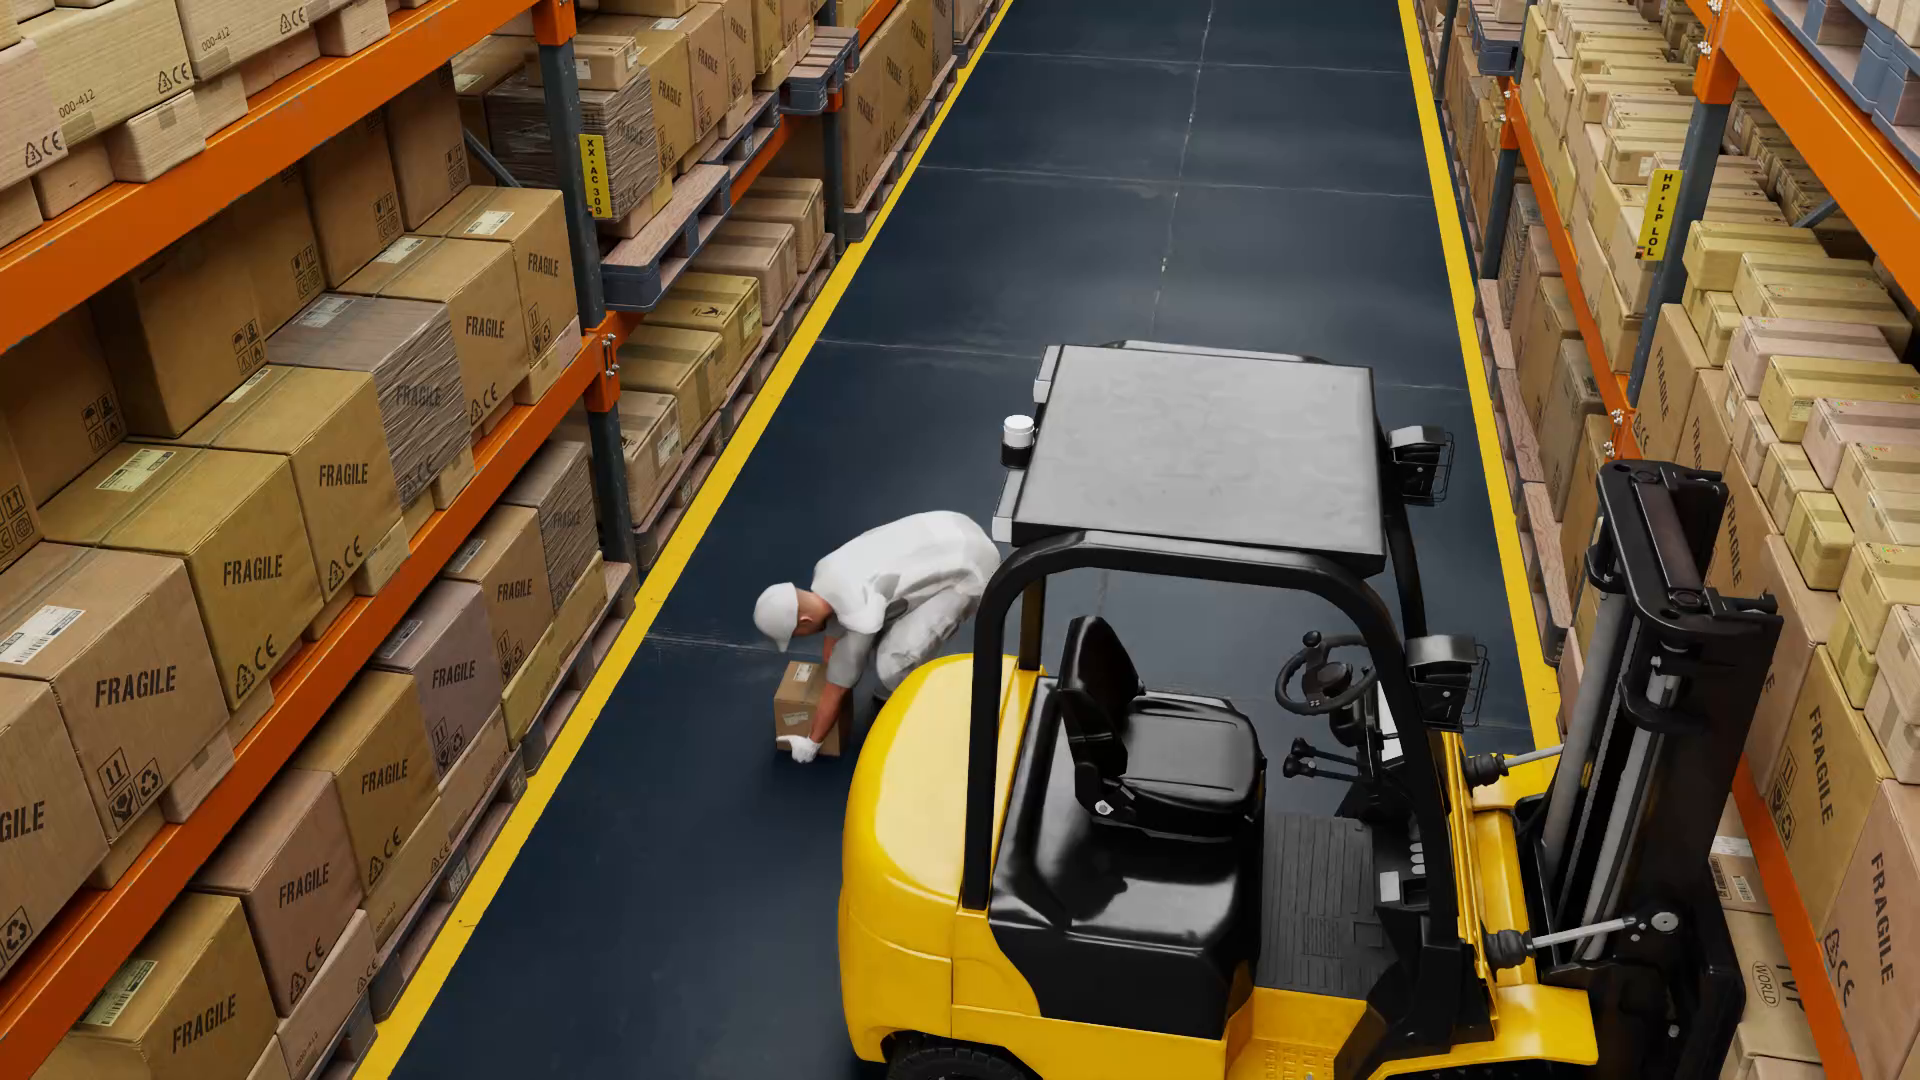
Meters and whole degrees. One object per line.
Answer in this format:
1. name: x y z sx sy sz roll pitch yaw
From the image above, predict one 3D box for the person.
1. person: -0.311 0.363 6.416 0.962 0.895 0.535 -12 34 -18
